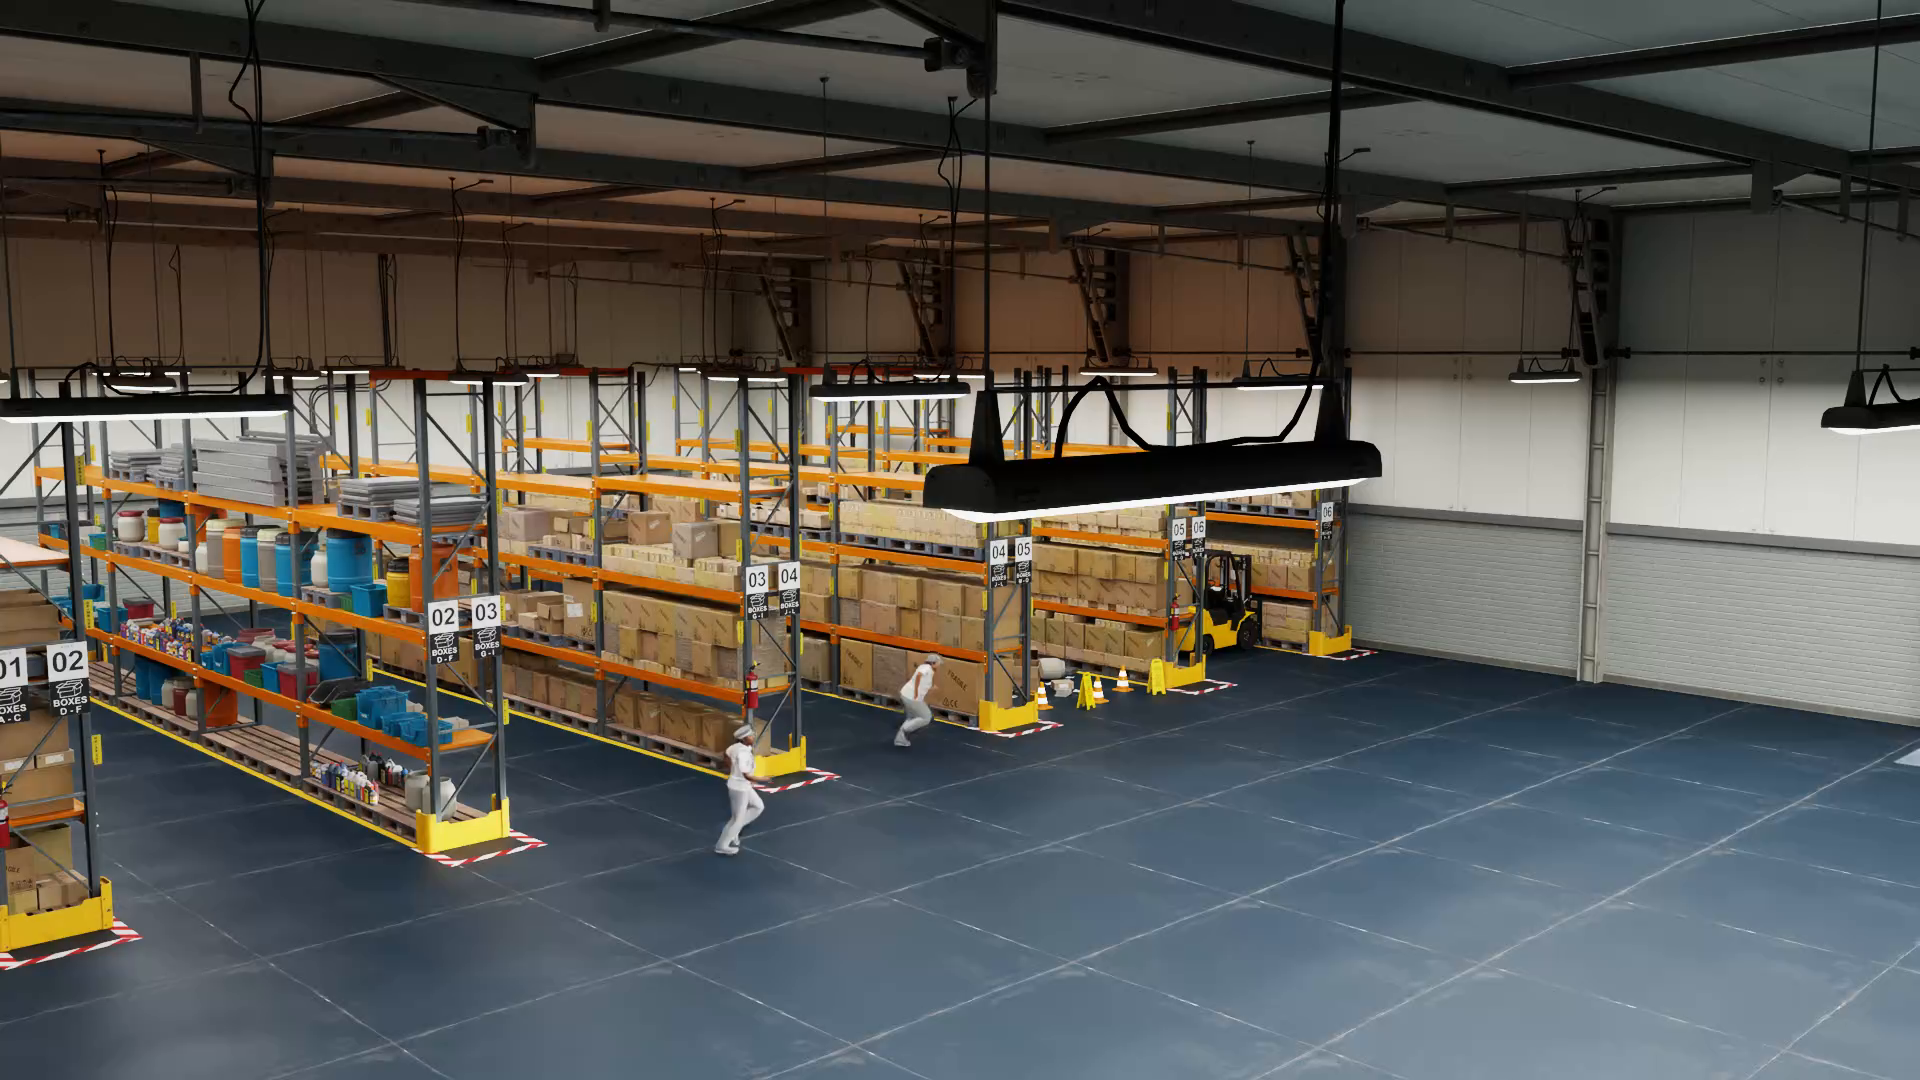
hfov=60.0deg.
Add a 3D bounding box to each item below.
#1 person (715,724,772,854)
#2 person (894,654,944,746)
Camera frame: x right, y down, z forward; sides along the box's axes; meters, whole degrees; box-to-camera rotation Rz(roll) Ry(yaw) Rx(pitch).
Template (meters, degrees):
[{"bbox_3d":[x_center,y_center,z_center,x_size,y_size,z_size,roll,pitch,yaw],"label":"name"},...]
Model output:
[{"bbox_3d":[-2.750,3.129,21.070,0.734,1.643,0.602,-1,7,-10],"label":"person"},{"bbox_3d":[-0.644,2.584,26.726,0.822,1.492,0.640,-1,7,-12],"label":"person"}]
